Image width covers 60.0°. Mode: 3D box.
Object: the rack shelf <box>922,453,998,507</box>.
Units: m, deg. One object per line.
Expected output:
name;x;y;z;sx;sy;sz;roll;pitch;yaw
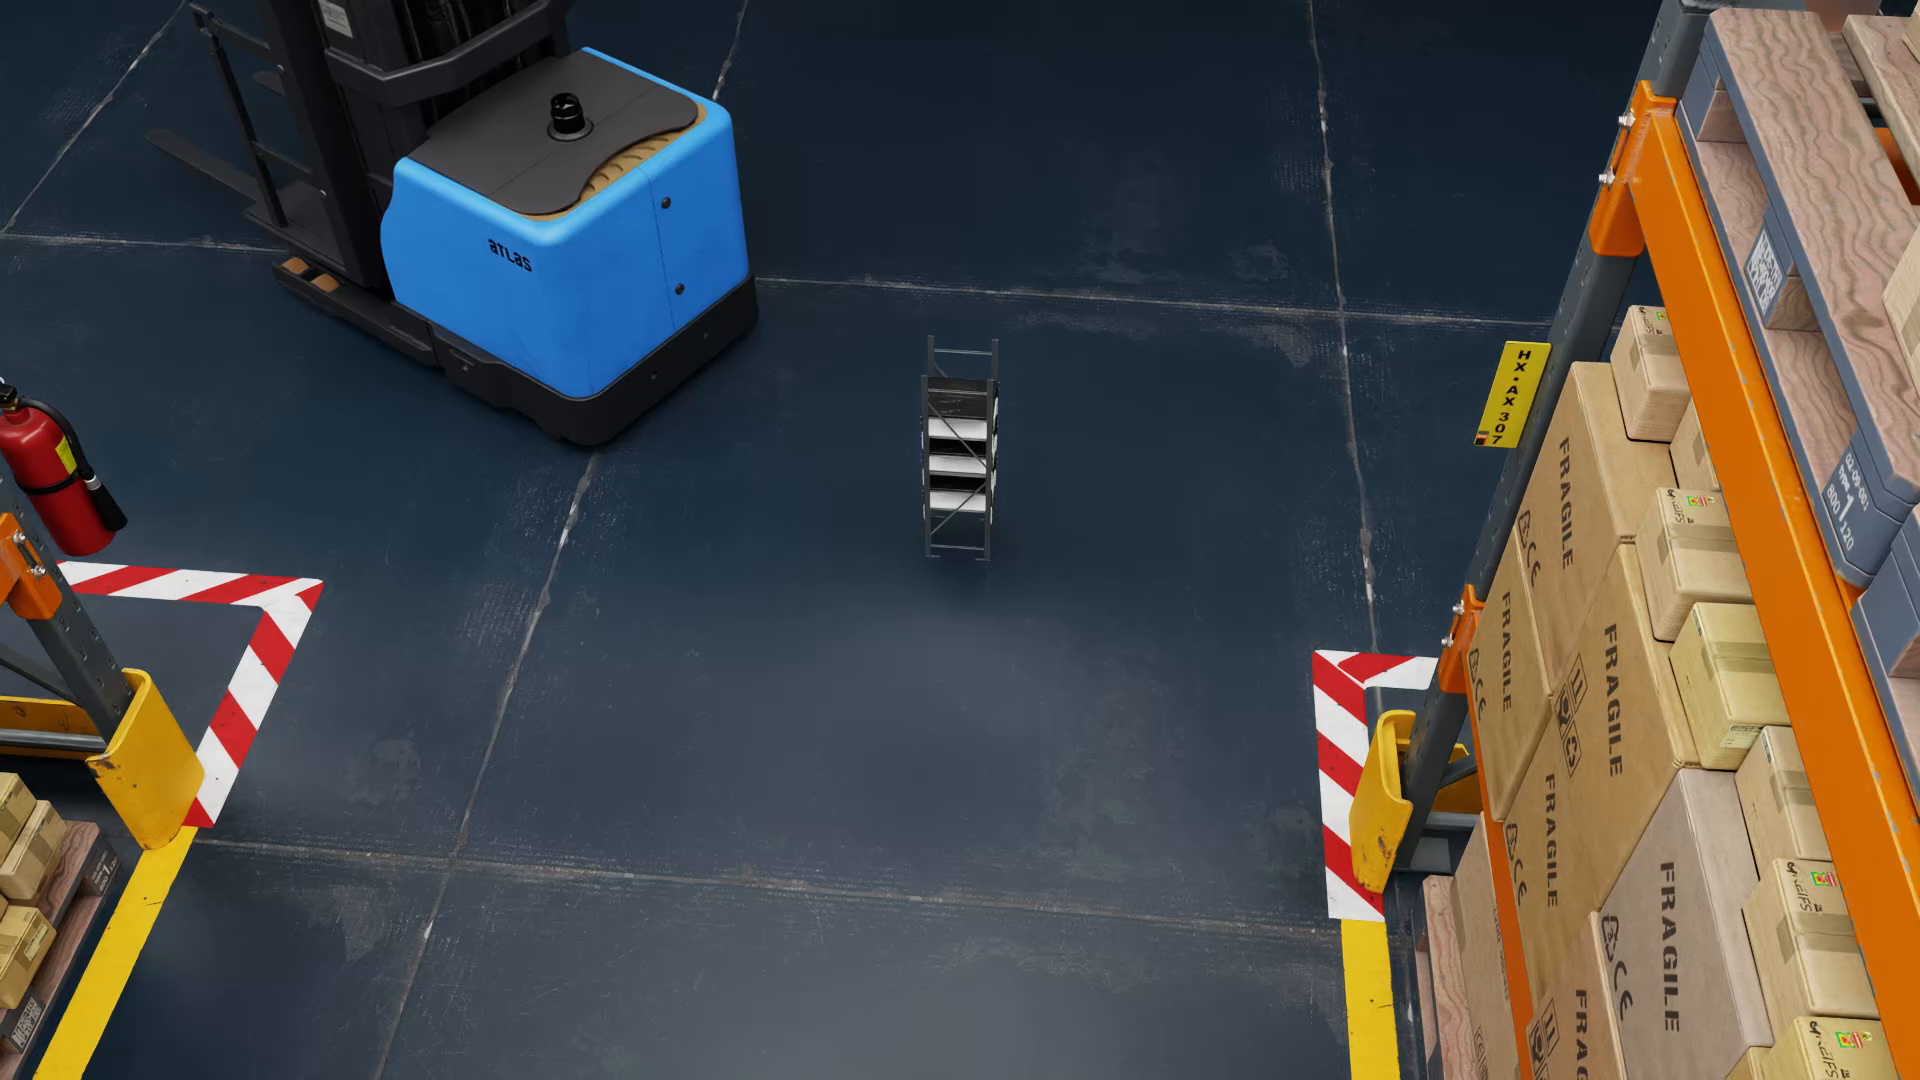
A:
rack shelf;0.001;-0.226;6.014;0.258;0.077;0.200;4;48;4

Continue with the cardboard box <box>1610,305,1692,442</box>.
cardboard box;1.532;-0.323;3.328;0.380;0.149;0.250;5;48;4

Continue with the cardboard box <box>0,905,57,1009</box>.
cardboard box;-2.861;1.183;4.783;0.380;0.149;0.250;5;48;5

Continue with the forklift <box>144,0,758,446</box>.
forklift;-2.342;-2.248;6.320;3.031;2.935;1.130;28;54;23

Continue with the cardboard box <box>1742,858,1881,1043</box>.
cardboard box;1.399;0.629;2.457;0.380;0.149;0.250;4;48;4

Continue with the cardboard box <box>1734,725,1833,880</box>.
cardboard box;1.464;0.448;2.622;0.380;0.149;0.250;4;48;4

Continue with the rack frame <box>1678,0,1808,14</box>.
rack frame;1.840;-2.000;1.981;1.000;3.000;0.127;4;48;4

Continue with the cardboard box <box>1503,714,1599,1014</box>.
cardboard box;1.492;0.698;3.511;0.500;0.500;0.500;3;48;3

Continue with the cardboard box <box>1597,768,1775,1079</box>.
cardboard box;1.434;0.746;2.790;0.500;0.500;0.500;4;48;3

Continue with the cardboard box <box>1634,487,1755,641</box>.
cardboard box;1.441;0.057;2.980;0.380;0.149;0.250;5;48;5

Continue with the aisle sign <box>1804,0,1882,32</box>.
aisle sign;1.558;-0.925;3.302;0.394;0.787;0.004;4;48;4

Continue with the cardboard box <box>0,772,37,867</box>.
cardboard box;-2.894;0.792;4.737;0.380;0.149;0.250;4;48;4

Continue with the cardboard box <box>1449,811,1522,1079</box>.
cardboard box;1.880;1.239;4.536;0.875;0.438;0.875;2;48;2

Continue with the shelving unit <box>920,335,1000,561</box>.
shelving unit;0.001;-0.310;5.923;0.258;0.900;0.210;4;48;4

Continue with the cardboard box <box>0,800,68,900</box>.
cardboard box;-2.862;0.893;4.846;0.380;0.149;0.250;3;48;2

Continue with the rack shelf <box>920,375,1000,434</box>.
rack shelf;0.001;-0.469;5.749;0.258;0.077;0.200;4;48;4

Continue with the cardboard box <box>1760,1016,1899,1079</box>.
cardboard box;1.349;0.813;2.288;0.380;0.149;0.250;3;48;3

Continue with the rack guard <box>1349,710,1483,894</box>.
rack guard;1.842;0.850;5.133;1.175;0.500;0.348;4;48;4

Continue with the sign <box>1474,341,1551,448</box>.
sign;1.288;-0.336;3.884;0.100;0.325;0.005;4;48;4

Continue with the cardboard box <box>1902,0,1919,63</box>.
cardboard box;1.889;-0.776;2.643;0.500;0.250;0.500;0;48;0

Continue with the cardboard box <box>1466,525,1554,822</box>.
cardboard box;1.511;0.324;3.853;0.500;0.500;0.500;4;48;3

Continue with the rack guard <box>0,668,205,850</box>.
rack guard;-3.105;0.665;5.303;1.175;0.500;0.348;4;48;4

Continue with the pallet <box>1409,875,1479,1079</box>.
pallet;1.845;1.558;4.682;1.003;0.211;1.213;4;48;4

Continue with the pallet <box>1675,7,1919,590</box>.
pallet;1.783;-0.412;2.621;1.003;0.211;1.213;4;48;4

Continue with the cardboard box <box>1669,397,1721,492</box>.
cardboard box;1.579;-0.126;3.148;0.380;0.149;0.250;5;48;4

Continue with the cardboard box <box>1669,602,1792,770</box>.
cardboard box;1.435;0.252;2.802;0.380;0.149;0.250;2;48;2

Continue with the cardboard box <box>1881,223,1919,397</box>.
cardboard box;1.512;-0.294;2.272;0.380;0.149;0.250;5;48;5

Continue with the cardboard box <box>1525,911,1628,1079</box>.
cardboard box;1.428;1.070;3.171;0.500;0.500;0.500;4;48;3

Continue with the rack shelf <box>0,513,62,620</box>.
rack shelf;-3.281;1.478;3.353;1.077;0.370;4.000;4;48;4

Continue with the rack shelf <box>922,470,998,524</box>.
rack shelf;0.001;-0.166;6.081;0.258;0.077;0.200;4;48;4

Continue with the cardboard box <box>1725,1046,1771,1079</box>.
cardboard box;1.389;1.112;2.454;0.500;0.500;0.500;4;48;4

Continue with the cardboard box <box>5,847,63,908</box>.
cardboard box;-2.939;0.987;4.962;0.380;0.149;0.250;5;48;4

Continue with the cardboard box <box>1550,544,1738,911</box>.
cardboard box;1.473;0.367;3.136;0.500;0.500;0.500;3;48;2

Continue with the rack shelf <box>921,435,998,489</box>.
rack shelf;0.001;-0.287;5.948;0.258;0.077;0.200;4;48;4

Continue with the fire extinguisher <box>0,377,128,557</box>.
fire extinguisher;-2.616;-0.236;4.738;0.296;0.674;0.183;4;48;4

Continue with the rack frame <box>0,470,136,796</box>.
rack frame;-3.098;-0.234;4.431;1.000;3.000;0.127;4;48;4

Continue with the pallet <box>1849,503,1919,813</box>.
pallet;1.674;0.487;1.799;1.003;0.211;1.213;4;48;4

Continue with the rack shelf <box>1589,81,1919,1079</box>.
rack shelf;1.658;0.725;2.009;1.077;0.370;4.000;4;48;4

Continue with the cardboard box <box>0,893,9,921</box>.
cardboard box;-2.940;1.081;4.674;0.380;0.149;0.250;3;48;3

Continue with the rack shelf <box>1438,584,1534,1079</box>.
rack shelf;1.658;1.737;3.116;1.077;0.370;4.000;4;48;4

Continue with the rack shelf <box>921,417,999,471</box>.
rack shelf;0.001;-0.348;5.882;0.258;0.077;0.200;4;48;4

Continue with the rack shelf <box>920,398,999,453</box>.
rack shelf;0.001;-0.409;5.815;0.258;0.077;0.200;4;48;4

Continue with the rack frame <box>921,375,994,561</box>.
rack frame;-0.009;-0.235;5.855;0.240;0.900;0.006;4;48;4

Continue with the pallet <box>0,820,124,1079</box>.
pallet;-3.215;1.357;4.865;1.003;0.211;1.213;4;48;4

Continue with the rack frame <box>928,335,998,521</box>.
rack frame;0.010;-0.384;5.992;0.240;0.900;0.006;4;48;4

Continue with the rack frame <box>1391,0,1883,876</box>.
rack frame;1.840;0.024;4.195;1.000;3.000;0.127;4;48;4

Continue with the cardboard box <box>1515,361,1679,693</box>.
cardboard box;1.513;-0.013;3.484;0.500;0.500;0.500;3;48;3
